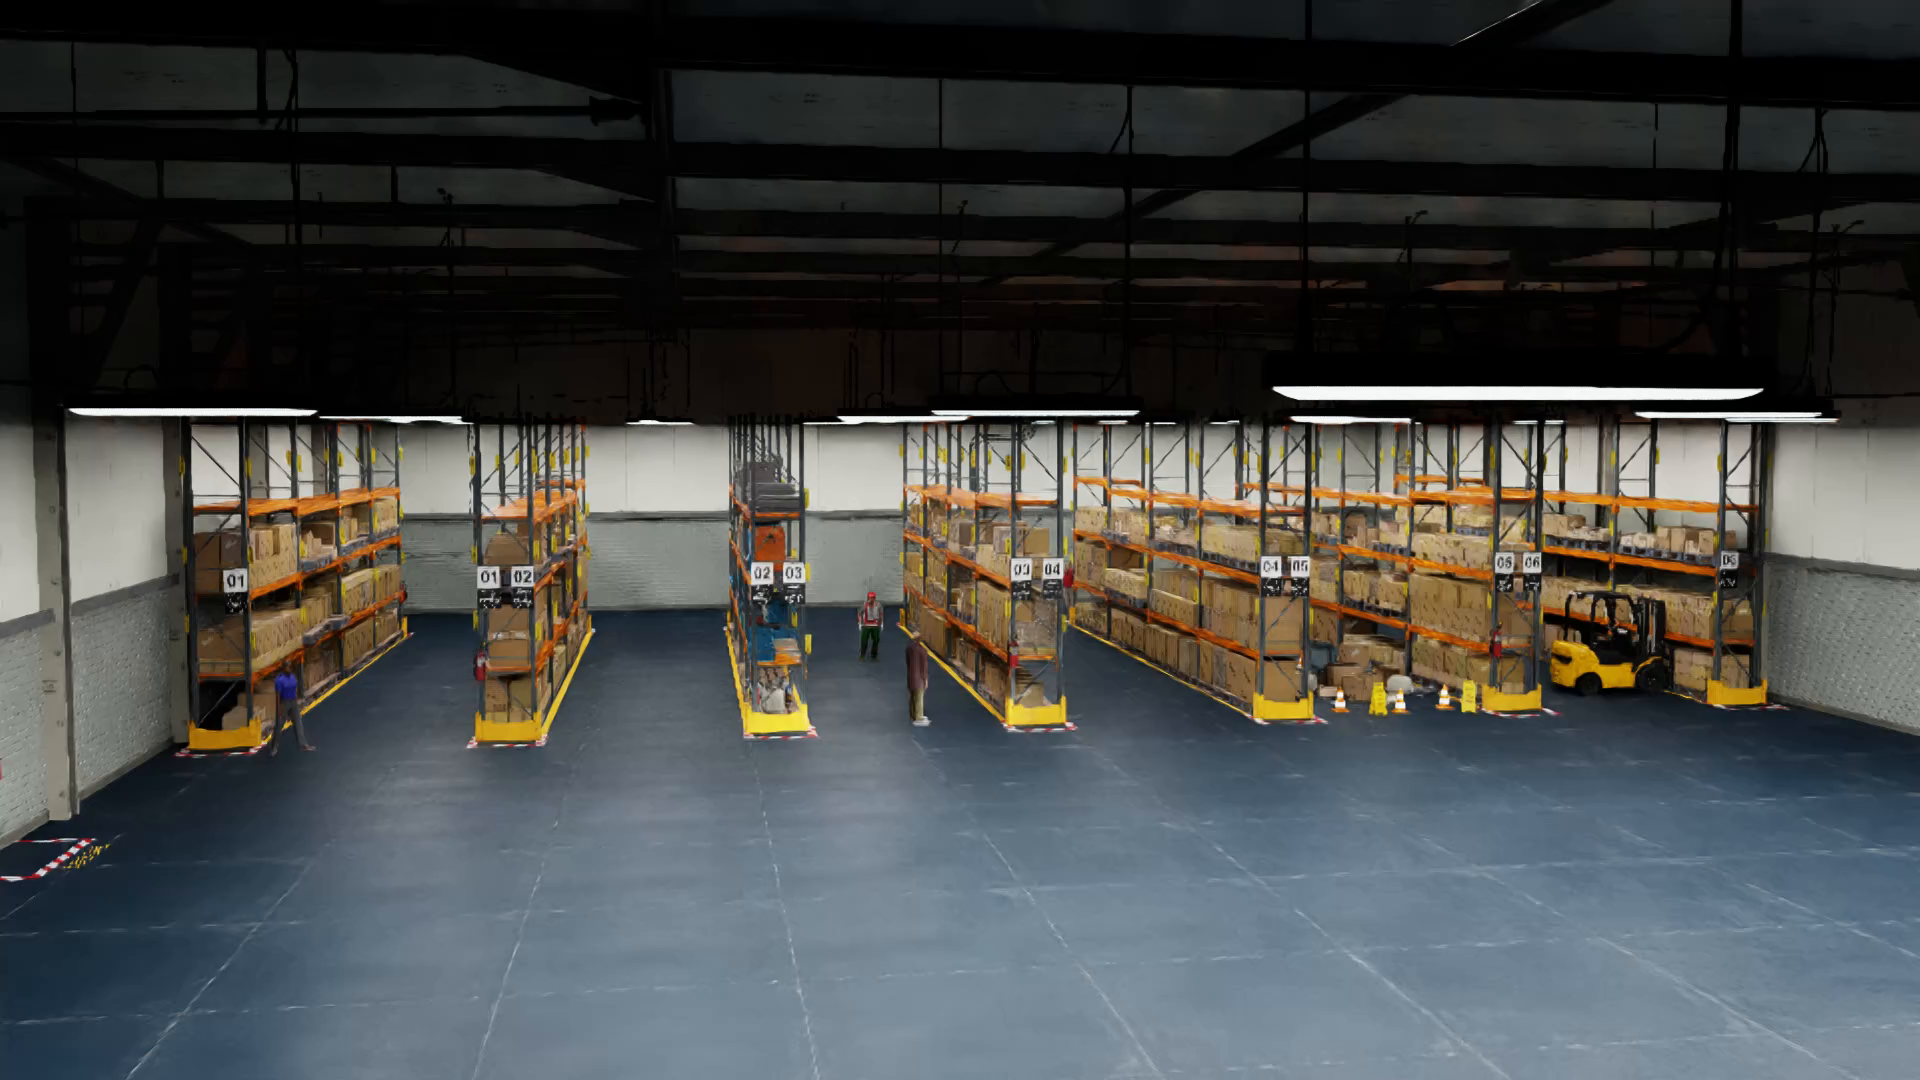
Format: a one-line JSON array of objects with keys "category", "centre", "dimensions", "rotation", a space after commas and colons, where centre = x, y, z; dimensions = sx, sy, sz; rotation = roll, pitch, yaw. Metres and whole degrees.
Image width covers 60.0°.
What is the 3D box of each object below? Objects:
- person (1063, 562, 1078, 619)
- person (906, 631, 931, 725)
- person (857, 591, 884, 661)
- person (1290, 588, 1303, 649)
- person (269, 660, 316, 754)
[{"category": "person", "centre": [3.333, 1.495, 49.632], "dimensions": [0.543, 1.722, 0.550], "rotation": [-4, 5, -43]}, {"category": "person", "centre": [-0.782, 2.638, 32.037], "dimensions": [0.514, 1.785, 0.638], "rotation": [-3, 5, -39]}, {"category": "person", "centre": [-2.180, 2.105, 40.549], "dimensions": [0.677, 1.742, 0.552], "rotation": [-1, 4, -11]}, {"category": "person", "centre": [8.372, 2.043, 41.697], "dimensions": [0.560, 1.663, 0.587], "rotation": [1, 4, 14]}, {"category": "person", "centre": [-11.758, 2.958, 29.150], "dimensions": [0.559, 1.542, 0.697], "rotation": [2, 4, 28]}]
